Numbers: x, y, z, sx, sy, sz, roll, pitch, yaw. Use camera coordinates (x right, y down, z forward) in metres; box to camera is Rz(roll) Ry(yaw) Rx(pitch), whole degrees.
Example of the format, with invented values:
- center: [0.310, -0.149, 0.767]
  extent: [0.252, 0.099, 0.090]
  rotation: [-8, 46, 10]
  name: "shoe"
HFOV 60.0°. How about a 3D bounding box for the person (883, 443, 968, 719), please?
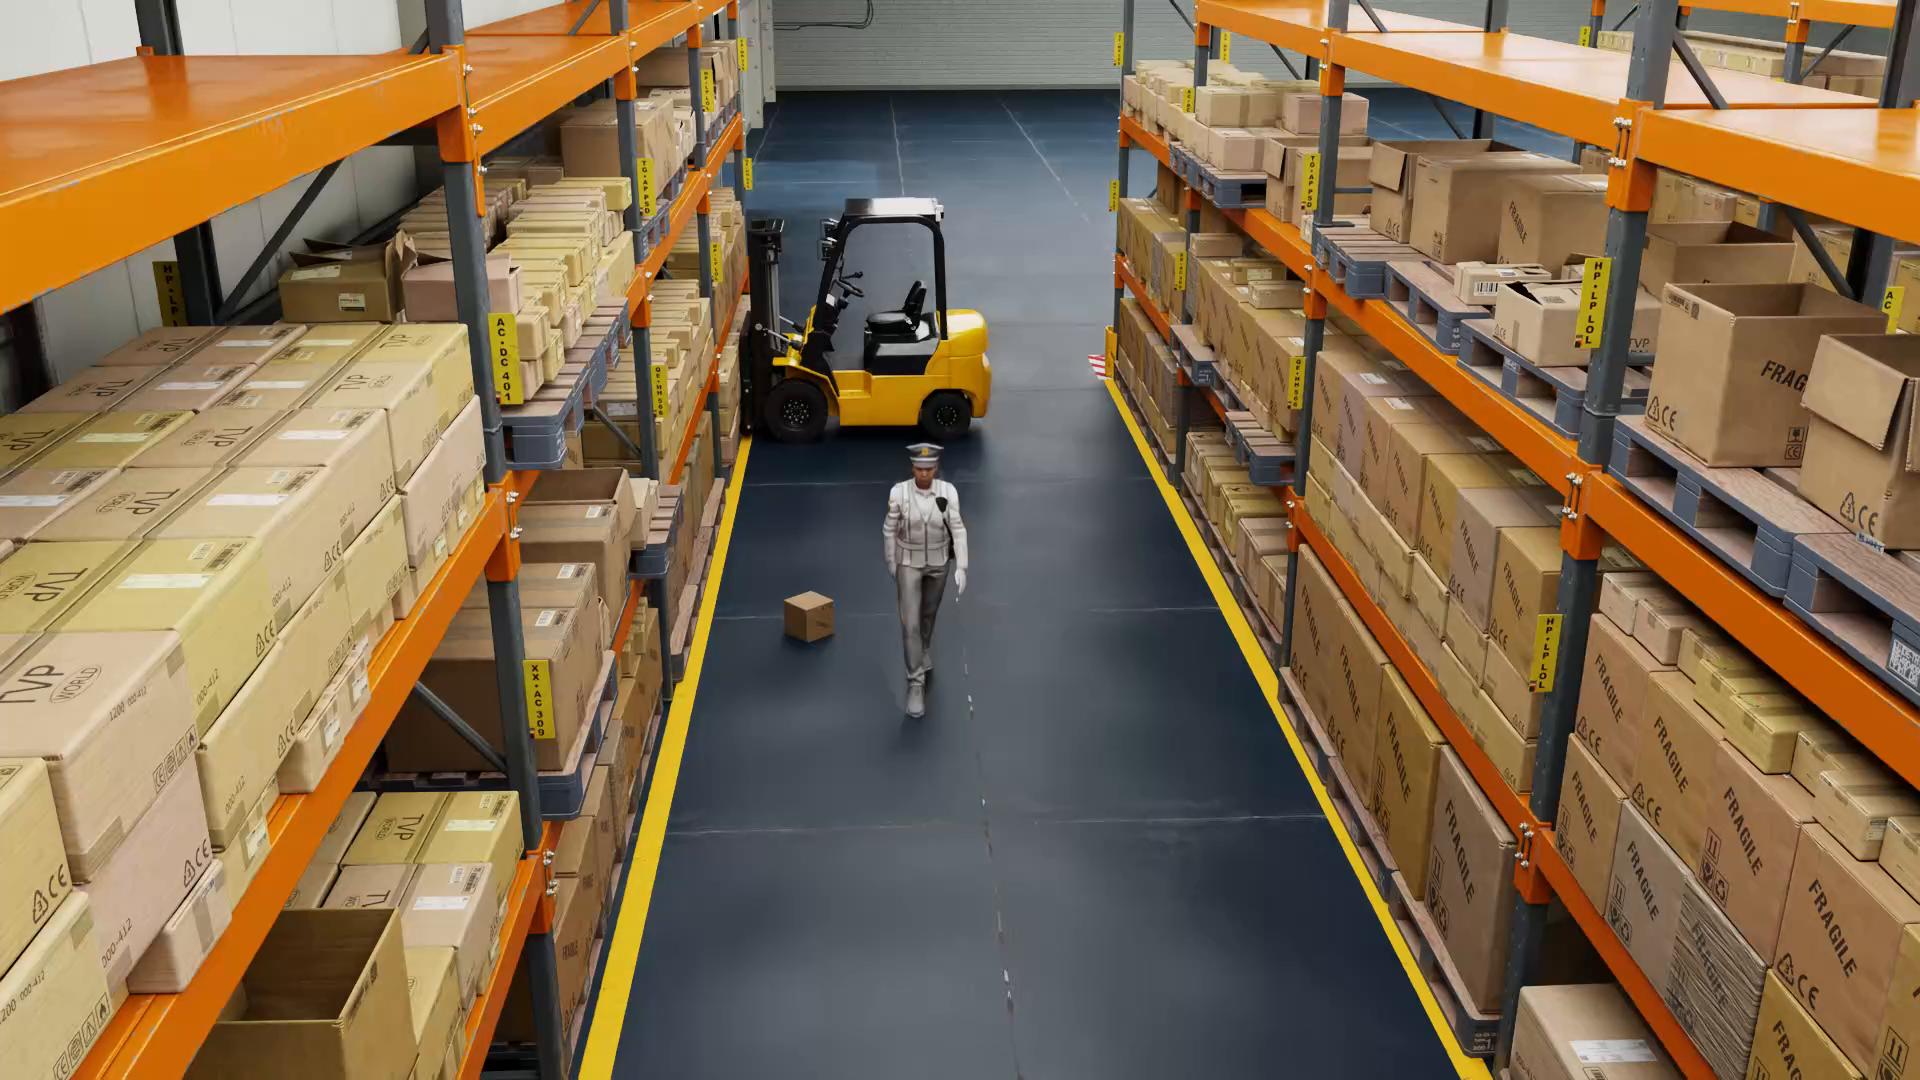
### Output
- center: [-0.208, 0.182, 10.568]
  extent: [0.512, 1.675, 0.851]
  rotation: [-4, 21, -11]
  name: "person"
